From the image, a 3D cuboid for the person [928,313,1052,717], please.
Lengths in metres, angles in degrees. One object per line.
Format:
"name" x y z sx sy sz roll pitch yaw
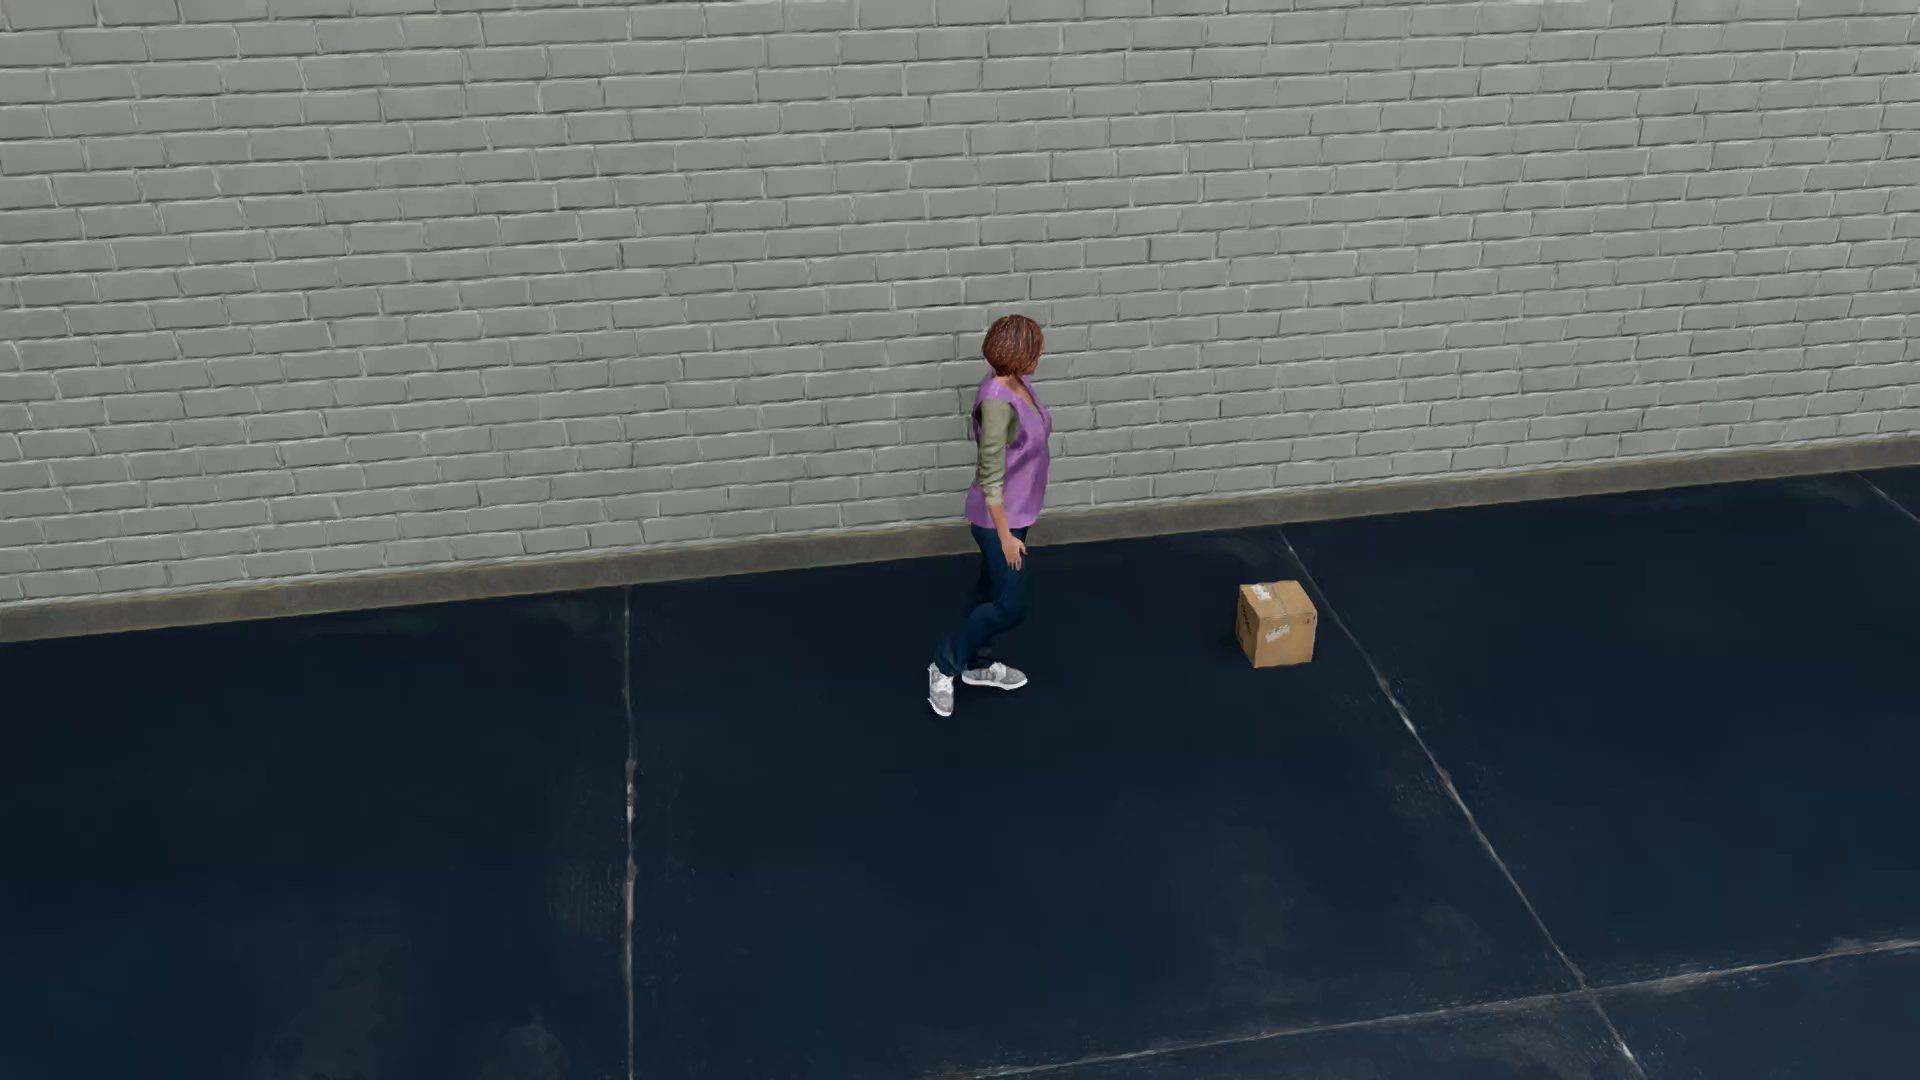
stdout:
"person" 0.103 -0.077 6.239 0.420 1.590 0.580 8 32 13
